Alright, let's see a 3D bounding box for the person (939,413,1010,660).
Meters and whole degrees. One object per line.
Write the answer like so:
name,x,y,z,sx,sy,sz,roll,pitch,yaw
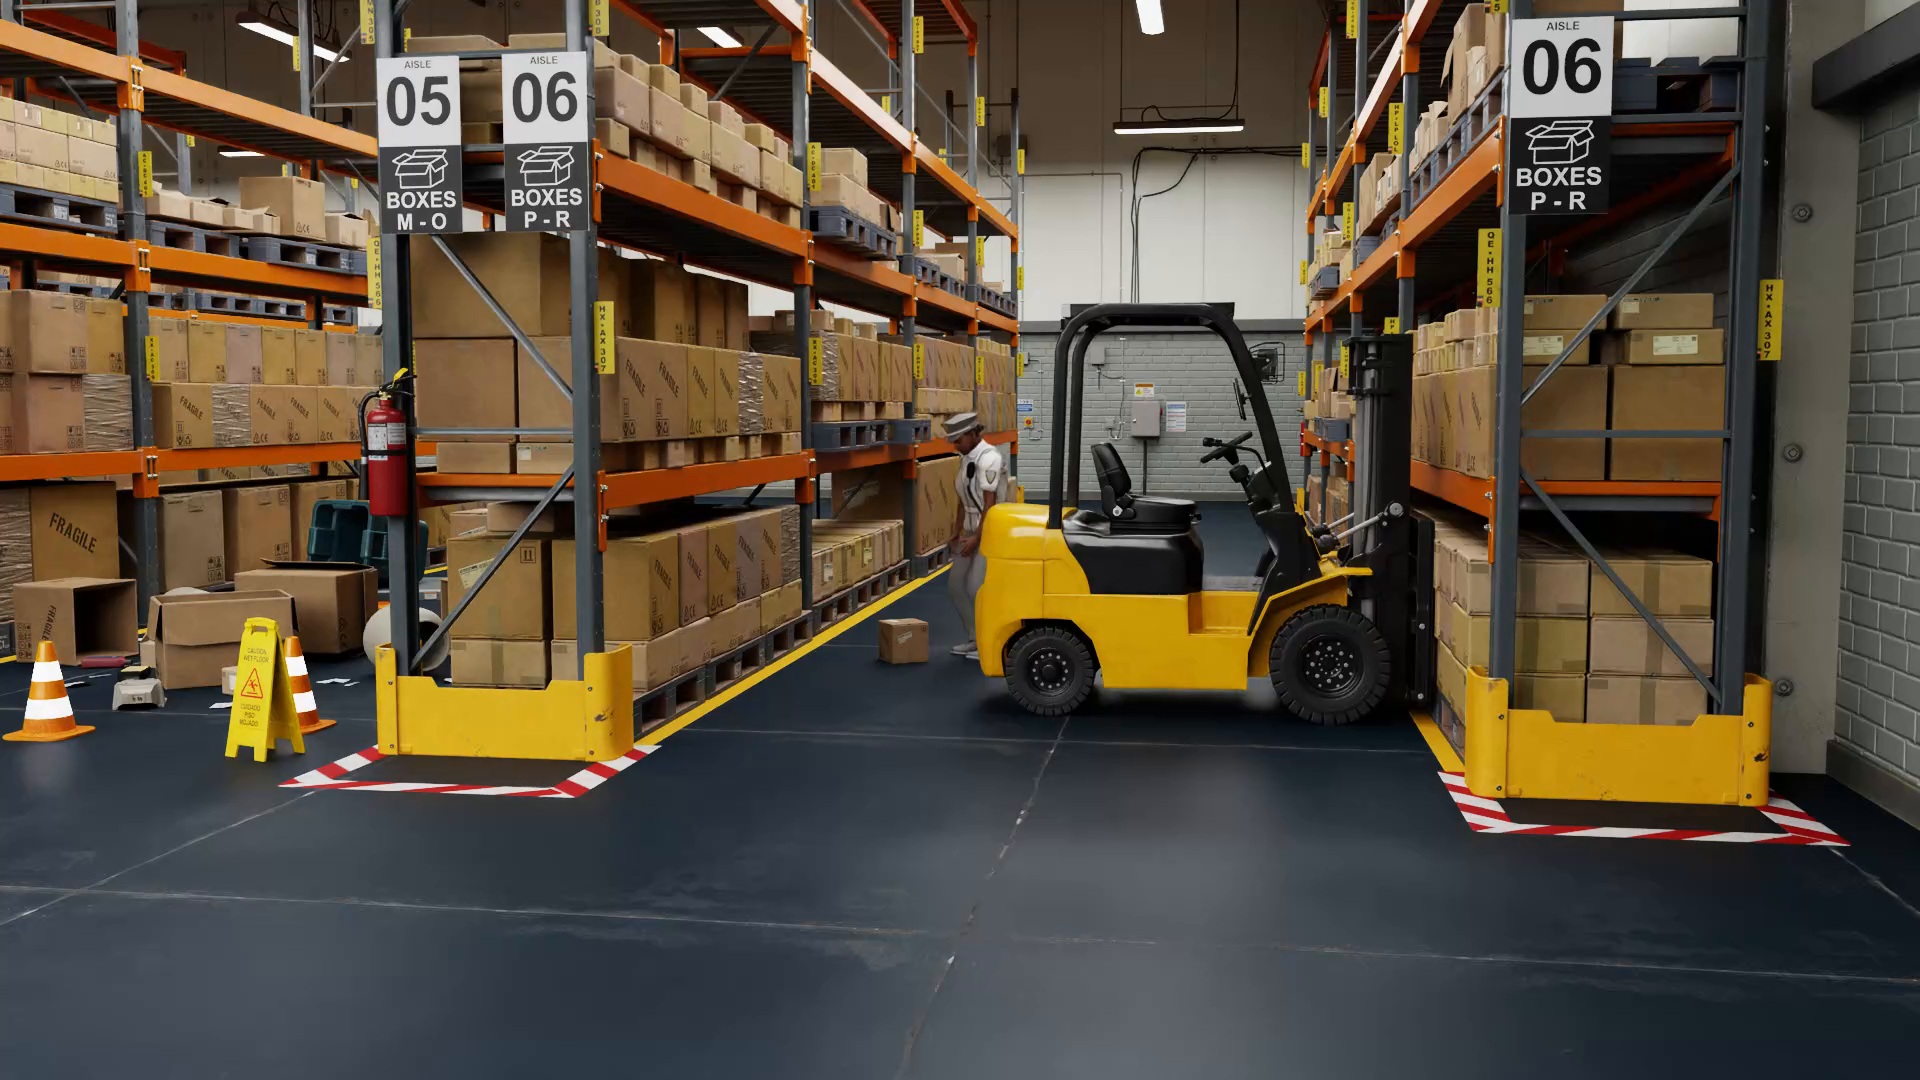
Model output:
person,0.114,-0.026,10.757,0.500,1.592,0.469,-2,5,-22
